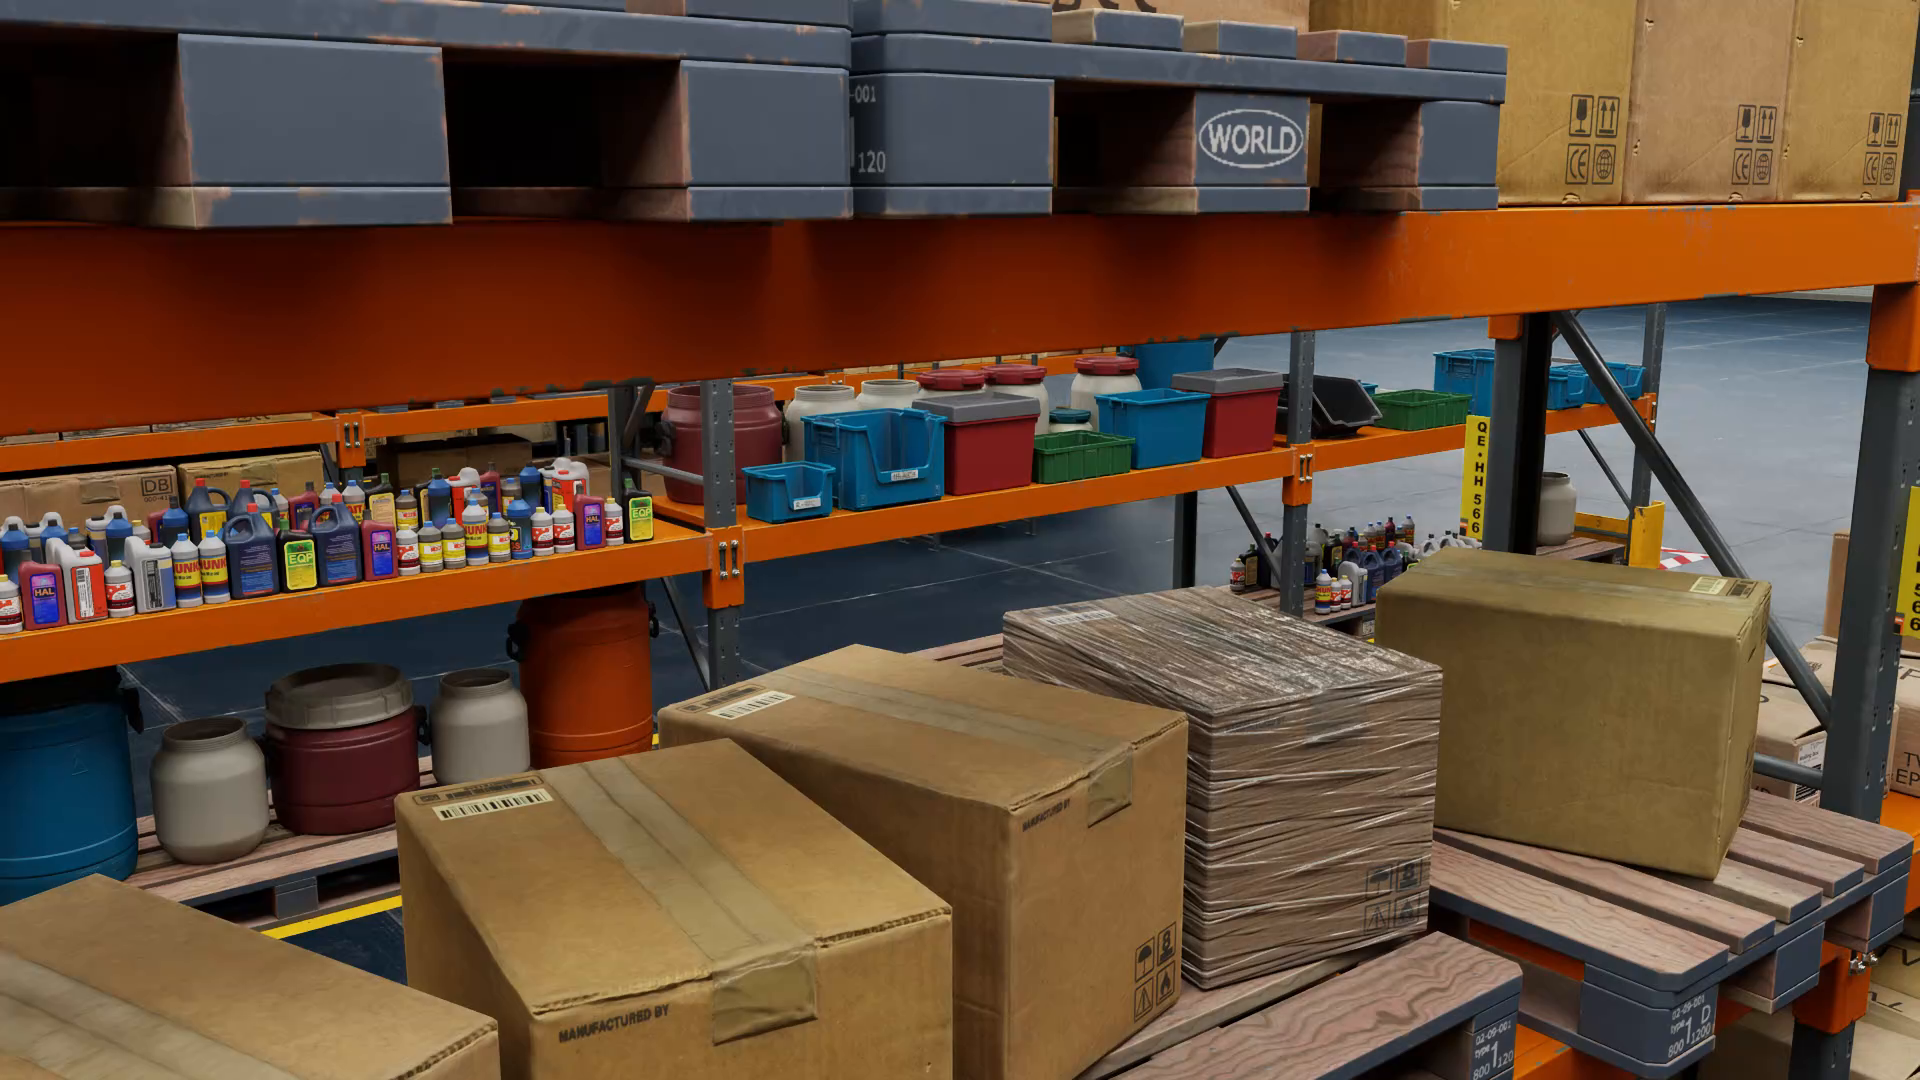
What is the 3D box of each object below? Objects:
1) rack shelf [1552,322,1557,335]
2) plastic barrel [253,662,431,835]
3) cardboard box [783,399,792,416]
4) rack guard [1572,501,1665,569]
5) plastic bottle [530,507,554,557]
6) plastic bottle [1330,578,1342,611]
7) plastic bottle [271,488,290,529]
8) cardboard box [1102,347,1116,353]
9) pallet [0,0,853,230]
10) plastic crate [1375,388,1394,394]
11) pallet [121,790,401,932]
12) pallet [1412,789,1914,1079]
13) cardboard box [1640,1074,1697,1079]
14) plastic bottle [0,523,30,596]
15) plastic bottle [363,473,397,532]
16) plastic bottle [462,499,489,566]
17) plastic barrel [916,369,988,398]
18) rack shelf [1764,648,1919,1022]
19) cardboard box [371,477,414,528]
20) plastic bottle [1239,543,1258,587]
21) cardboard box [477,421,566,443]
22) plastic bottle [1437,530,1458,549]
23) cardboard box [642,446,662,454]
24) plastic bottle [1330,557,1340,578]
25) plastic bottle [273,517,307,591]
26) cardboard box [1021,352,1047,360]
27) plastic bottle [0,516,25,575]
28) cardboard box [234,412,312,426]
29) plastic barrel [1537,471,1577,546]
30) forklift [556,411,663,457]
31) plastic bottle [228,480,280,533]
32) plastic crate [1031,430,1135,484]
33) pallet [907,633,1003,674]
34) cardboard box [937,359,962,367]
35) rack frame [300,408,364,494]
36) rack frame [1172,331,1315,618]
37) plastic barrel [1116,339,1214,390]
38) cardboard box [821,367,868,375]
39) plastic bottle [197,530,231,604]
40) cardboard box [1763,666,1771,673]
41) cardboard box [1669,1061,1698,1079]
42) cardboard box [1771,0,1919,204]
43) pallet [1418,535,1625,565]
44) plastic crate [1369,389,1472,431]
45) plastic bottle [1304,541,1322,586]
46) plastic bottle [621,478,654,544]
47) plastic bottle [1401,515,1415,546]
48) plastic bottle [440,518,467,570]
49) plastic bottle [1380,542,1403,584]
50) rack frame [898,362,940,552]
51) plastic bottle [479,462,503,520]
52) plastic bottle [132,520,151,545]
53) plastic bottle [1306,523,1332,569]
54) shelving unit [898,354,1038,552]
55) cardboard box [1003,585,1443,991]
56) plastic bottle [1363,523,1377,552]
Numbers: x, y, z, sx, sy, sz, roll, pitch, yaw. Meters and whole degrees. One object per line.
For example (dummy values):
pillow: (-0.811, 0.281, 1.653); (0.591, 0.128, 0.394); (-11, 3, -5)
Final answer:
rack shelf: (3.283, -0.882, 5.072); (4.000, 0.370, 1.077); (-9, 15, -38)
plastic barrel: (-2.624, 0.876, 7.078); (0.708, 0.588, 0.600); (-9, 15, -38)
cardboard box: (-2.412, -1.923, 19.568); (0.875, 0.875, 0.875); (-10, 15, -39)
rack guard: (4.846, -0.109, 12.939); (0.348, 0.500, 1.175); (-9, 15, -38)
plastic bottle: (-1.778, -0.038, 7.063); (0.097, 0.201, 0.097); (0, 12, 0)
plastic bottle: (2.355, 0.340, 10.484); (0.097, 0.201, 0.097); (0, 12, 0)
plastic bottle: (-2.920, -0.084, 7.113); (0.097, 0.271, 0.097); (0, 12, 0)
cardboard box: (1.330, -1.886, 15.895); (0.250, 0.149, 0.380); (-9, 15, -38)
pallet: (-0.849, -0.437, 1.696); (1.003, 0.211, 1.213); (-9, 15, -38)
plastic crate: (2.863, -0.953, 11.530); (0.437, 0.136, 0.530); (-9, 15, -38)
pallet: (-2.912, 1.319, 6.908); (1.213, 0.211, 1.003); (-9, 15, -38)
pallet: (1.235, 0.686, 3.639); (1.003, 0.211, 1.213); (-9, 15, -38)
cardboard box: (1.979, 1.524, 4.837); (0.500, 0.250, 0.500); (-9, 15, -36)
plastic bottle: (-3.617, 0.072, 6.377); (0.097, 0.271, 0.097); (0, 12, 0)
plastic bottle: (-2.585, -0.150, 7.397); (0.133, 0.283, 0.061); (-9, 15, -38)
plastic bottle: (-2.006, -0.034, 6.878); (0.097, 0.271, 0.097); (0, 12, 0)
plastic barrel: (-0.042, -0.657, 9.173); (0.433, 0.535, 0.433); (0, 12, 0)
rack shelf: (3.283, 0.585, 5.384); (4.000, 0.370, 1.077); (-9, 15, -38)
cardboard box: (-3.954, -0.197, 12.295); (0.500, 0.500, 0.700); (-10, 16, -41)
plastic bottle: (1.922, 0.167, 11.100); (0.133, 0.283, 0.061); (-9, 15, -35)
cardboard box: (-4.789, -1.461, 17.693); (0.750, 0.750, 1.050); (-10, 15, -38)
plastic bottle: (3.267, 0.109, 11.212); (0.185, 0.351, 0.144); (-9, 15, -35)
cardboard box: (-2.218, -0.491, 13.679); (0.500, 0.500, 0.700); (-10, 15, -38)
plastic bottle: (2.444, 0.249, 10.713); (0.133, 0.283, 0.061); (-9, 15, -38)
plastic bottle: (-2.599, 0.047, 6.466); (0.133, 0.283, 0.061); (-9, 15, -38)
cardboard box: (0.583, -1.748, 15.242); (0.250, 0.149, 0.380); (-9, 15, -38)
plastic bottle: (-3.709, 0.052, 6.461); (0.135, 0.276, 0.152); (-9, 15, -38)
cardboard box: (-4.695, -1.059, 11.155); (0.500, 0.500, 0.500); (-9, 15, -36)
plastic barrel: (4.410, -0.240, 12.516); (0.421, 0.512, 0.421); (0, 12, 0)
forklift: (-3.092, -1.712, 14.637); (3.031, 2.935, 1.130); (-10, 15, -39)
plastic bottle: (-2.920, -0.076, 6.885); (0.185, 0.351, 0.144); (-9, 15, -38)
plastic crate: (0.569, -0.455, 9.059); (0.662, 0.188, 0.450); (-9, 15, -38)
pallet: (0.211, 0.801, 9.348); (1.213, 0.211, 1.003); (-9, 15, -38)
cardboard box: (-0.194, -1.617, 14.626); (0.250, 0.149, 0.380); (-9, 15, -38)
rack frame: (-4.465, -1.115, 11.656); (0.127, 3.000, 1.000); (-9, 15, -38)
rack frame: (1.753, -0.830, 10.317); (0.127, 3.000, 1.000); (-9, 15, -38)
plastic barrel: (1.262, -1.074, 10.261); (0.708, 0.901, 0.600); (-9, 15, -38)
cardboard box: (-0.986, -1.490, 14.028); (0.250, 0.149, 0.380); (-9, 15, -38)
plastic bottle: (-2.807, 0.099, 6.251); (0.097, 0.271, 0.097); (0, 12, 0)
cardboard box: (2.251, 0.454, 4.874); (0.250, 0.149, 0.380); (-9, 15, -38)
cardboard box: (1.976, 1.250, 4.779); (0.500, 0.311, 0.500); (-9, 15, -36)
cardboard box: (1.401, -0.961, 3.473); (0.500, 0.500, 0.910); (-9, 15, -38)
pallet: (4.209, 0.137, 12.477); (1.213, 0.211, 1.003); (-9, 15, -38)
plastic crate: (2.989, -0.857, 10.953); (0.662, 0.188, 0.450); (-9, 15, -38)
plastic bottle: (2.338, 0.152, 11.188); (0.135, 0.276, 0.152); (-9, 15, -38)
plastic bottle: (-1.420, -0.132, 7.312); (0.133, 0.283, 0.061); (-9, 15, -38)
plastic bottle: (3.266, -0.045, 12.129); (0.097, 0.271, 0.097); (0, 12, 0)
plastic bottle: (-2.082, 0.013, 6.825); (0.097, 0.201, 0.097); (0, 12, 0)
plastic bottle: (2.790, 0.188, 10.838); (0.185, 0.351, 0.144); (-10, 16, -40)
rack frame: (-0.330, -0.679, 13.214); (0.032, 1.500, 0.500); (-9, 15, -38)
plastic bottle: (-2.196, -0.215, 7.702); (0.133, 0.283, 0.061); (-9, 15, -38)
plastic bottle: (-3.350, 0.022, 6.784); (0.097, 0.201, 0.097); (0, 12, 0)
plastic bottle: (2.478, 0.053, 11.475); (0.185, 0.351, 0.144); (-10, 15, -38)
shelving unit: (0.067, -0.745, 13.525); (1.048, 1.500, 0.538); (-9, 15, -38)
cardboard box: (0.466, 0.426, 3.149); (0.500, 0.500, 0.700); (-6, 13, -27)
plastic bottle: (2.920, 0.012, 11.859); (0.097, 0.271, 0.097); (0, 12, 0)
